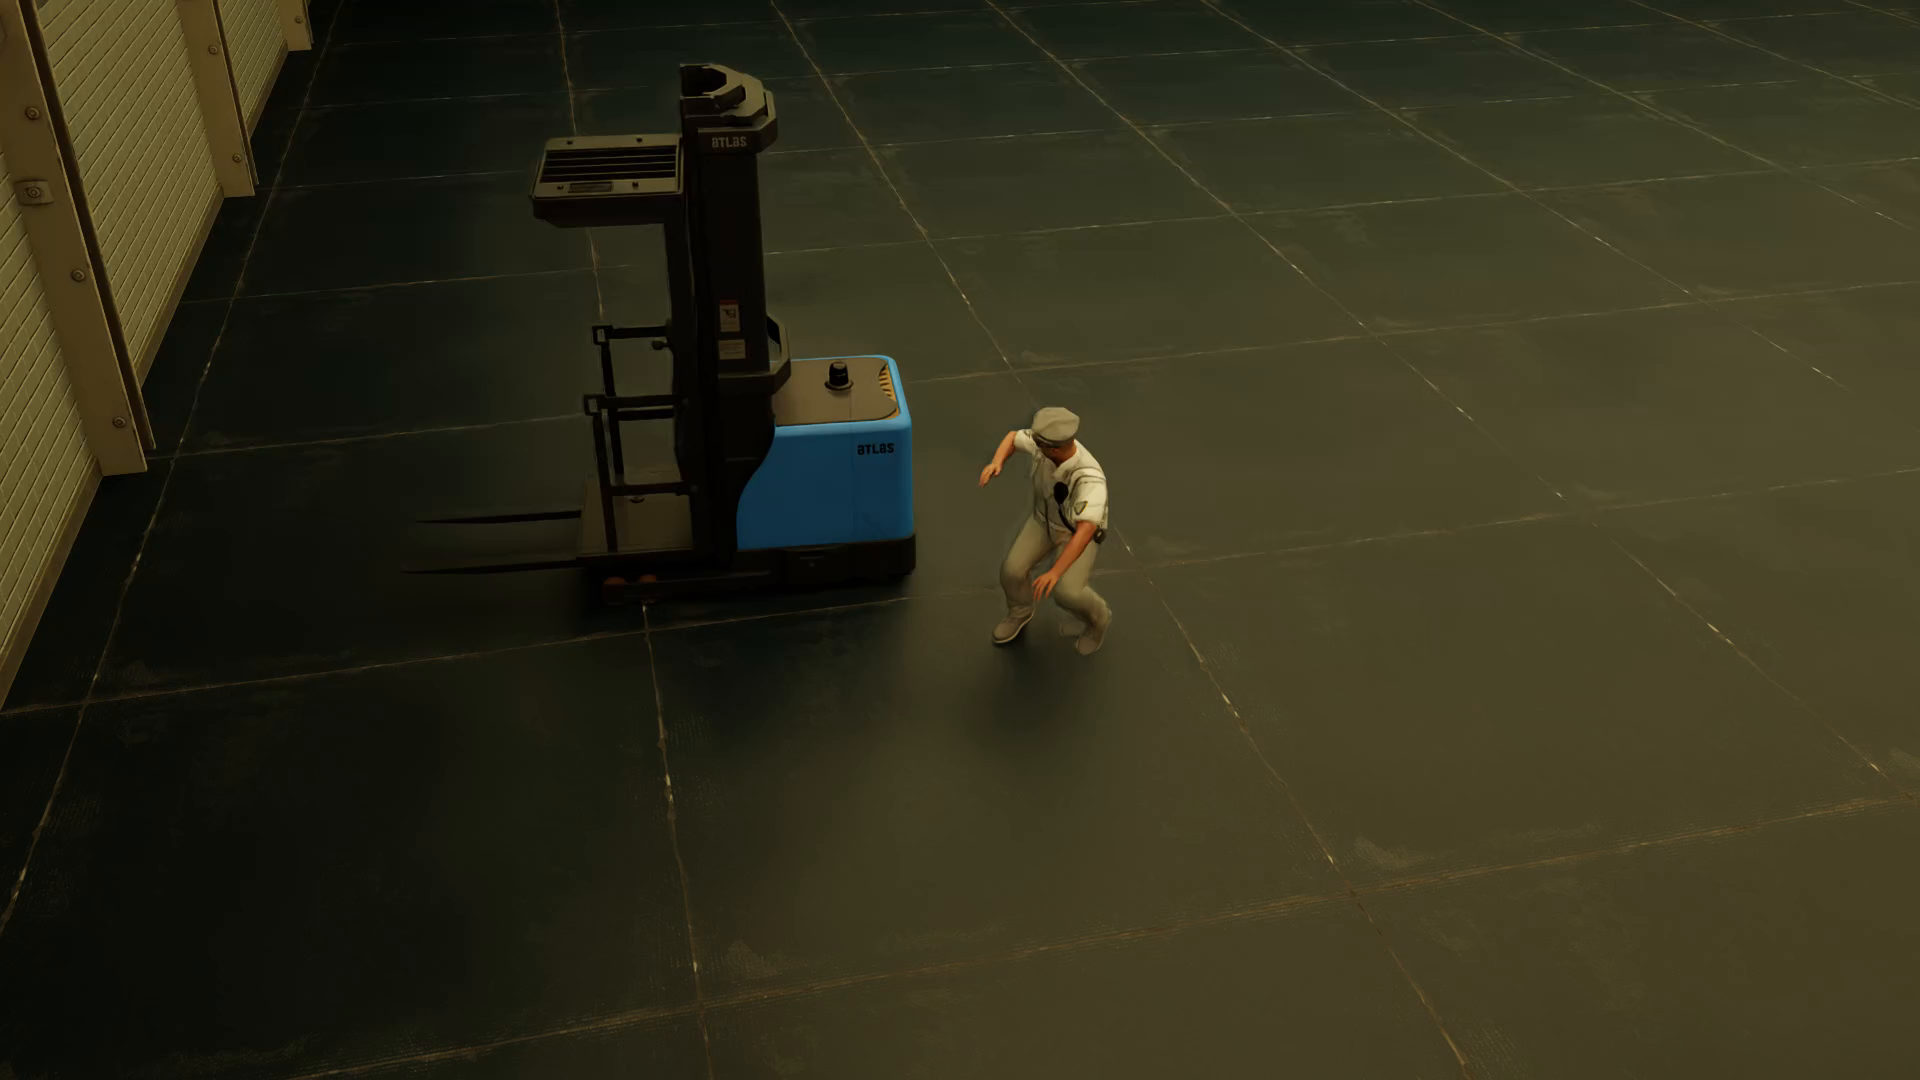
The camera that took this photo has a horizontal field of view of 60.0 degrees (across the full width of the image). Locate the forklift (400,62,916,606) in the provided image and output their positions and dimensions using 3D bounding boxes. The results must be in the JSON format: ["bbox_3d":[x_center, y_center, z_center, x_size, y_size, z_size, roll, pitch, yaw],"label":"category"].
[{"bbox_3d":[-1.826,-1.163,9.583,3.031,2.935,1.130,-4,30,-7],"label":"forklift"}]

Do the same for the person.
[{"bbox_3d":[0.447,-0.015,9.089,0.796,1.514,0.963,22,37,33],"label":"person"}]
